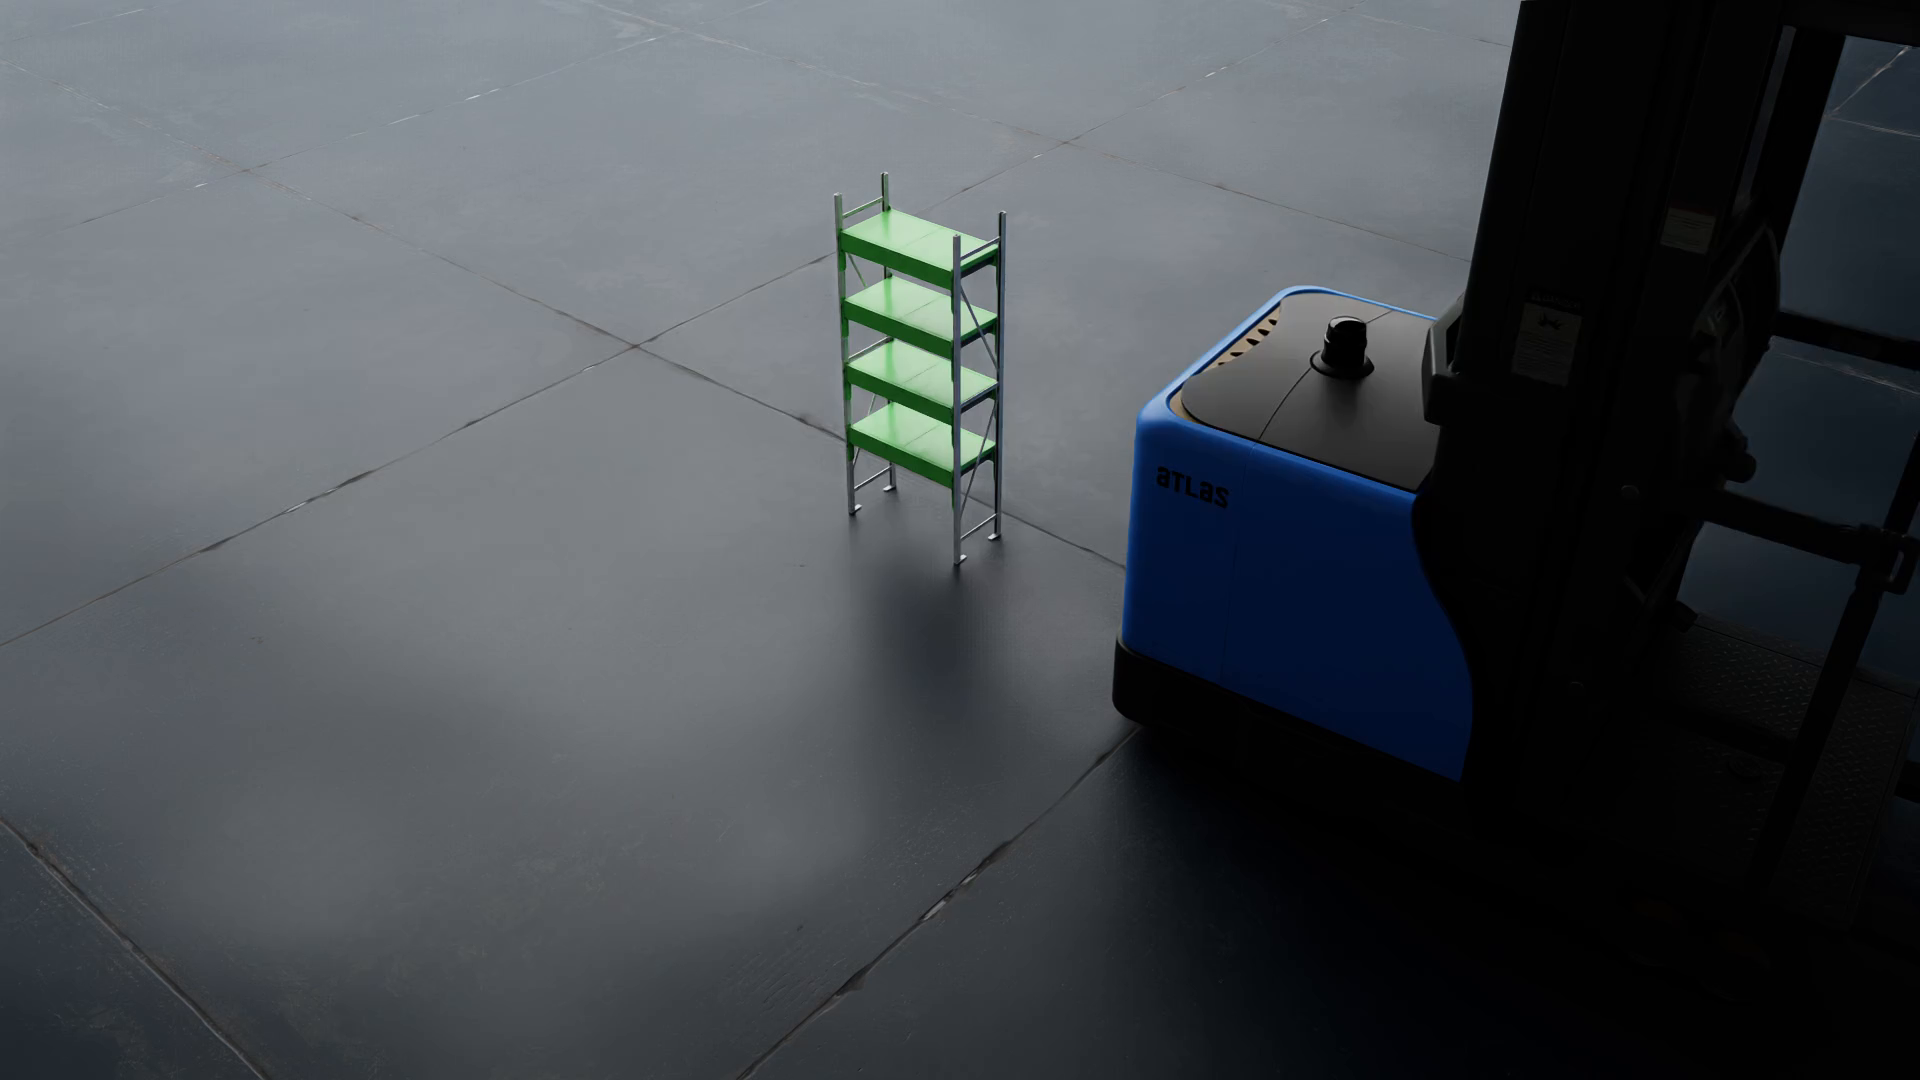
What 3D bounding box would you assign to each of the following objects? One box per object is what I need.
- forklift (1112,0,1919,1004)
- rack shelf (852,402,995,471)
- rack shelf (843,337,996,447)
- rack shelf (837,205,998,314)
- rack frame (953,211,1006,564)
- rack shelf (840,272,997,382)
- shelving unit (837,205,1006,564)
[{"bbox_3d":[1.956,-0.416,3.786,3.031,2.935,1.130,21,40,28],"label":"forklift"},{"bbox_3d":[-0.127,-0.348,5.659,0.457,0.021,0.221,25,42,32],"label":"rack shelf"},{"bbox_3d":[-0.127,-0.502,5.553,0.480,0.148,0.258,25,42,32],"label":"rack shelf"},{"bbox_3d":[-0.127,-0.898,5.282,0.480,0.148,0.258,25,42,32],"label":"rack shelf"},{"bbox_3d":[0.060,-0.466,5.388,0.015,1.200,0.240,25,42,32],"label":"rack frame"},{"bbox_3d":[-0.127,-0.700,5.417,0.480,0.148,0.258,25,42,32],"label":"rack shelf"},{"bbox_3d":[-0.123,-0.552,5.514,0.492,1.200,0.258,25,42,32],"label":"shelving unit"}]
